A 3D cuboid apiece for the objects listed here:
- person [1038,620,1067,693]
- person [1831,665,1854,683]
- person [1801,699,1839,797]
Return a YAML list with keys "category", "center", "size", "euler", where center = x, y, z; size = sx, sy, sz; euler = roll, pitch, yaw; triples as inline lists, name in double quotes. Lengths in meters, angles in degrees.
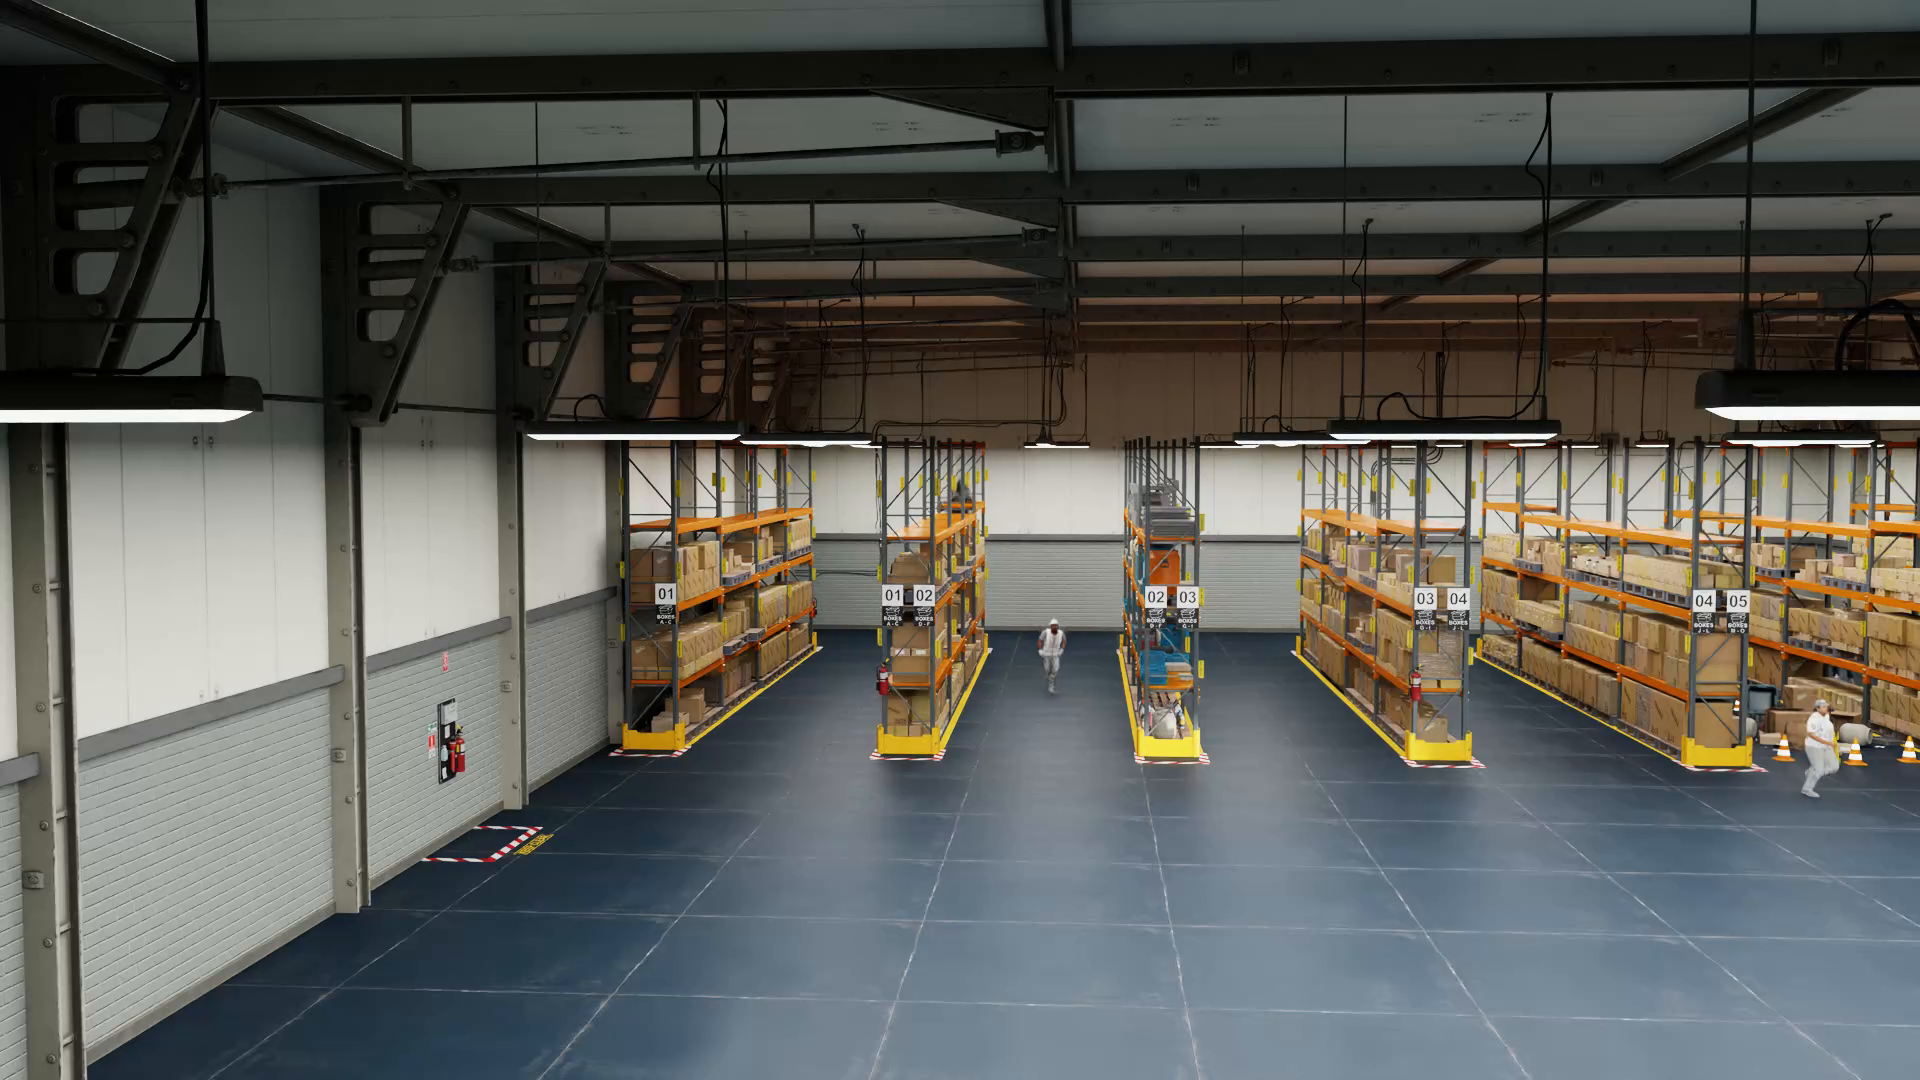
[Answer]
- category: "person"
  center: [2.199, 2.750, 39.728]
  size: [0.699, 1.745, 0.786]
  euler: [0, 3, -4]
- category: "person"
  center: [21.627, 2.737, 40.860]
  size: [0.545, 1.601, 0.818]
  euler: [0, 3, 0]
- category: "person"
  center: [14.283, 3.444, 27.555]
  size: [0.637, 1.629, 0.607]
  euler: [-2, 4, -31]
